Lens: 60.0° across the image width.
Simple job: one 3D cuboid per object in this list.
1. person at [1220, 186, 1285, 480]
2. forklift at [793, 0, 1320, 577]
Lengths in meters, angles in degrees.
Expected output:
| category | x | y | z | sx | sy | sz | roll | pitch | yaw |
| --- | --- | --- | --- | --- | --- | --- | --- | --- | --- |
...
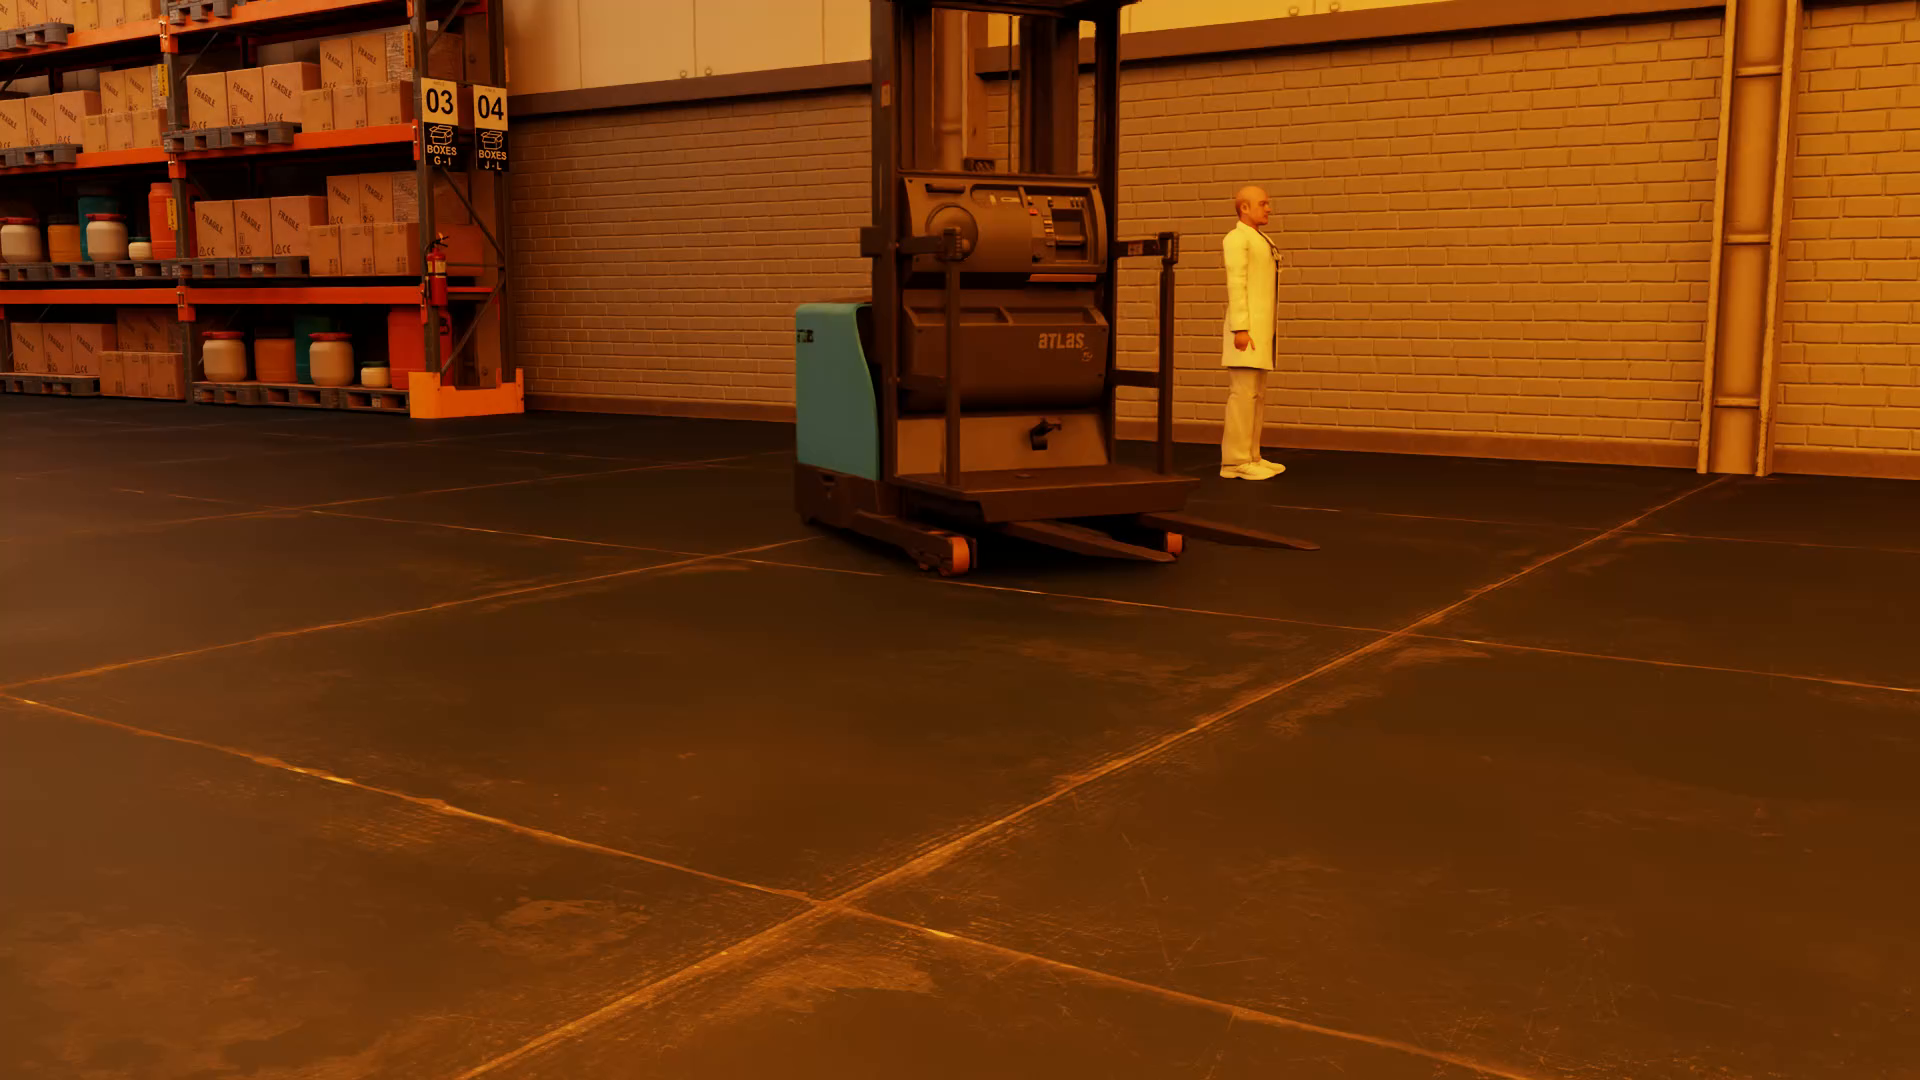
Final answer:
| category | x | y | z | sx | sy | sz | roll | pitch | yaw |
| --- | --- | --- | --- | --- | --- | --- | --- | --- | --- |
| person | 1.828 | -1.282 | 10.285 | 0.383 | 1.783 | 0.561 | 3 | 9 | 23 |
| forklift | 0.296 | -1.373 | 6.849 | 1.130 | 2.935 | 3.031 | -4 | 9 | -26 |
